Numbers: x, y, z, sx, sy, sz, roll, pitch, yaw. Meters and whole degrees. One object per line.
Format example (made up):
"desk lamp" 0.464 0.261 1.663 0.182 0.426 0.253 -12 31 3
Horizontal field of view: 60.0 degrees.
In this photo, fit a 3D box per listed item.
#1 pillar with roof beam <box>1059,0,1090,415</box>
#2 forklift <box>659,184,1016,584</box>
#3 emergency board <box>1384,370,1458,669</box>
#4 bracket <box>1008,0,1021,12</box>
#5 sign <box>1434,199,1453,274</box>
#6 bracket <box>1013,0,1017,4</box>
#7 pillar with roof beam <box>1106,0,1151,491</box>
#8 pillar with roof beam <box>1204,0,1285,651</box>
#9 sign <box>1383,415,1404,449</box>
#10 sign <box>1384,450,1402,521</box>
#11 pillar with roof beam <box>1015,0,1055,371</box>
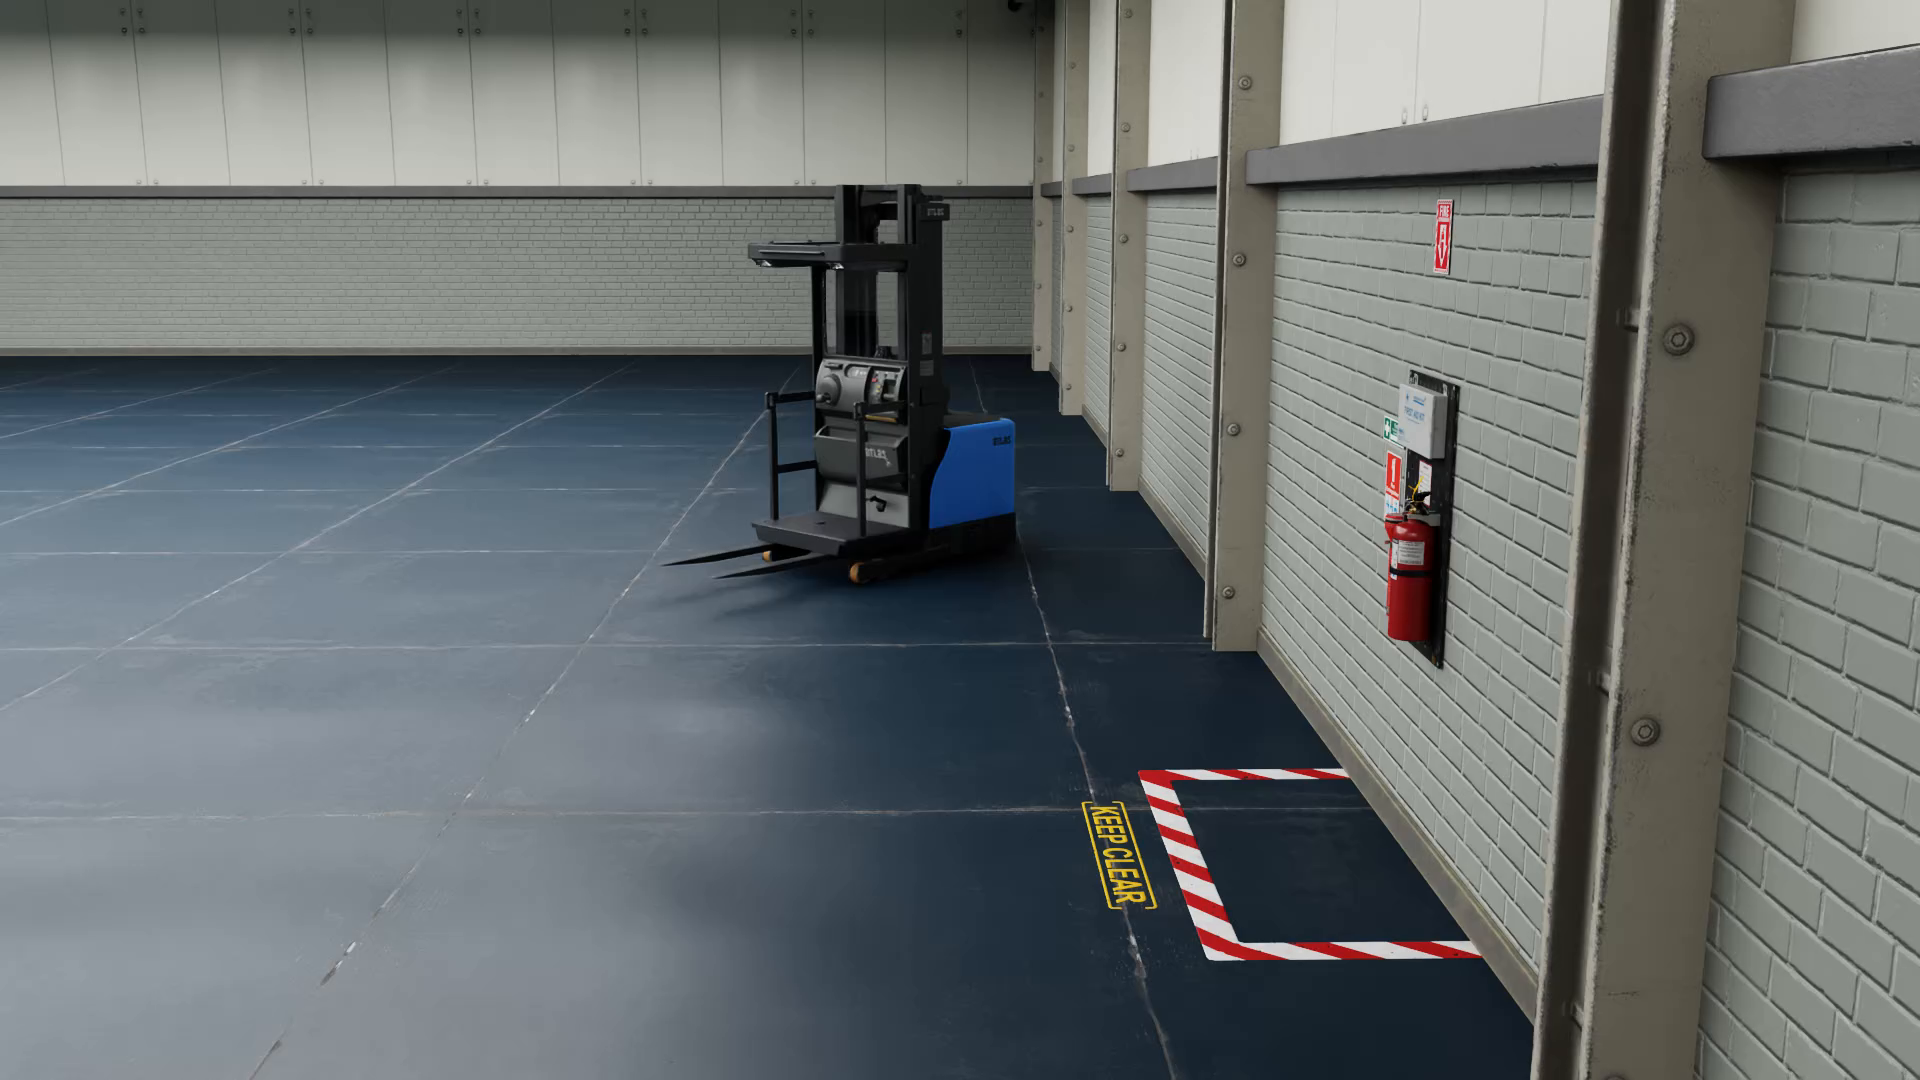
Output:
"pillar with roof beam" -2.788 -6.112 21.551 9.100 9.000 0.400 0 11 -1
"forklift" -0.914 -1.219 12.698 1.130 2.935 3.031 11 16 42
"emergency board" 1.875 -0.102 7.020 0.194 1.169 0.643 0 11 -1
"bracket" 0.979 -9.638 29.881 0.235 0.232 0.430 0 11 -1
"sign" 1.974 -1.241 6.799 0.001 0.298 0.199 0 11 -1
"bracket" 0.992 -9.521 29.302 0.076 0.066 3.189 0 11 -1
"pillar with roof beam" -2.664 -4.919 15.672 9.100 9.000 0.400 0 11 -1
"pillar with roof beam" -2.540 -3.726 9.793 9.100 9.000 0.400 0 11 -1
"sign" 1.958 -0.489 7.503 0.001 0.109 0.331 0 11 -1
"sign" 1.967 -0.230 7.560 0.001 0.329 0.234 0 11 -1
"pillar with roof beam" -2.912 -7.304 27.430 9.100 9.000 0.548 0 11 -1
